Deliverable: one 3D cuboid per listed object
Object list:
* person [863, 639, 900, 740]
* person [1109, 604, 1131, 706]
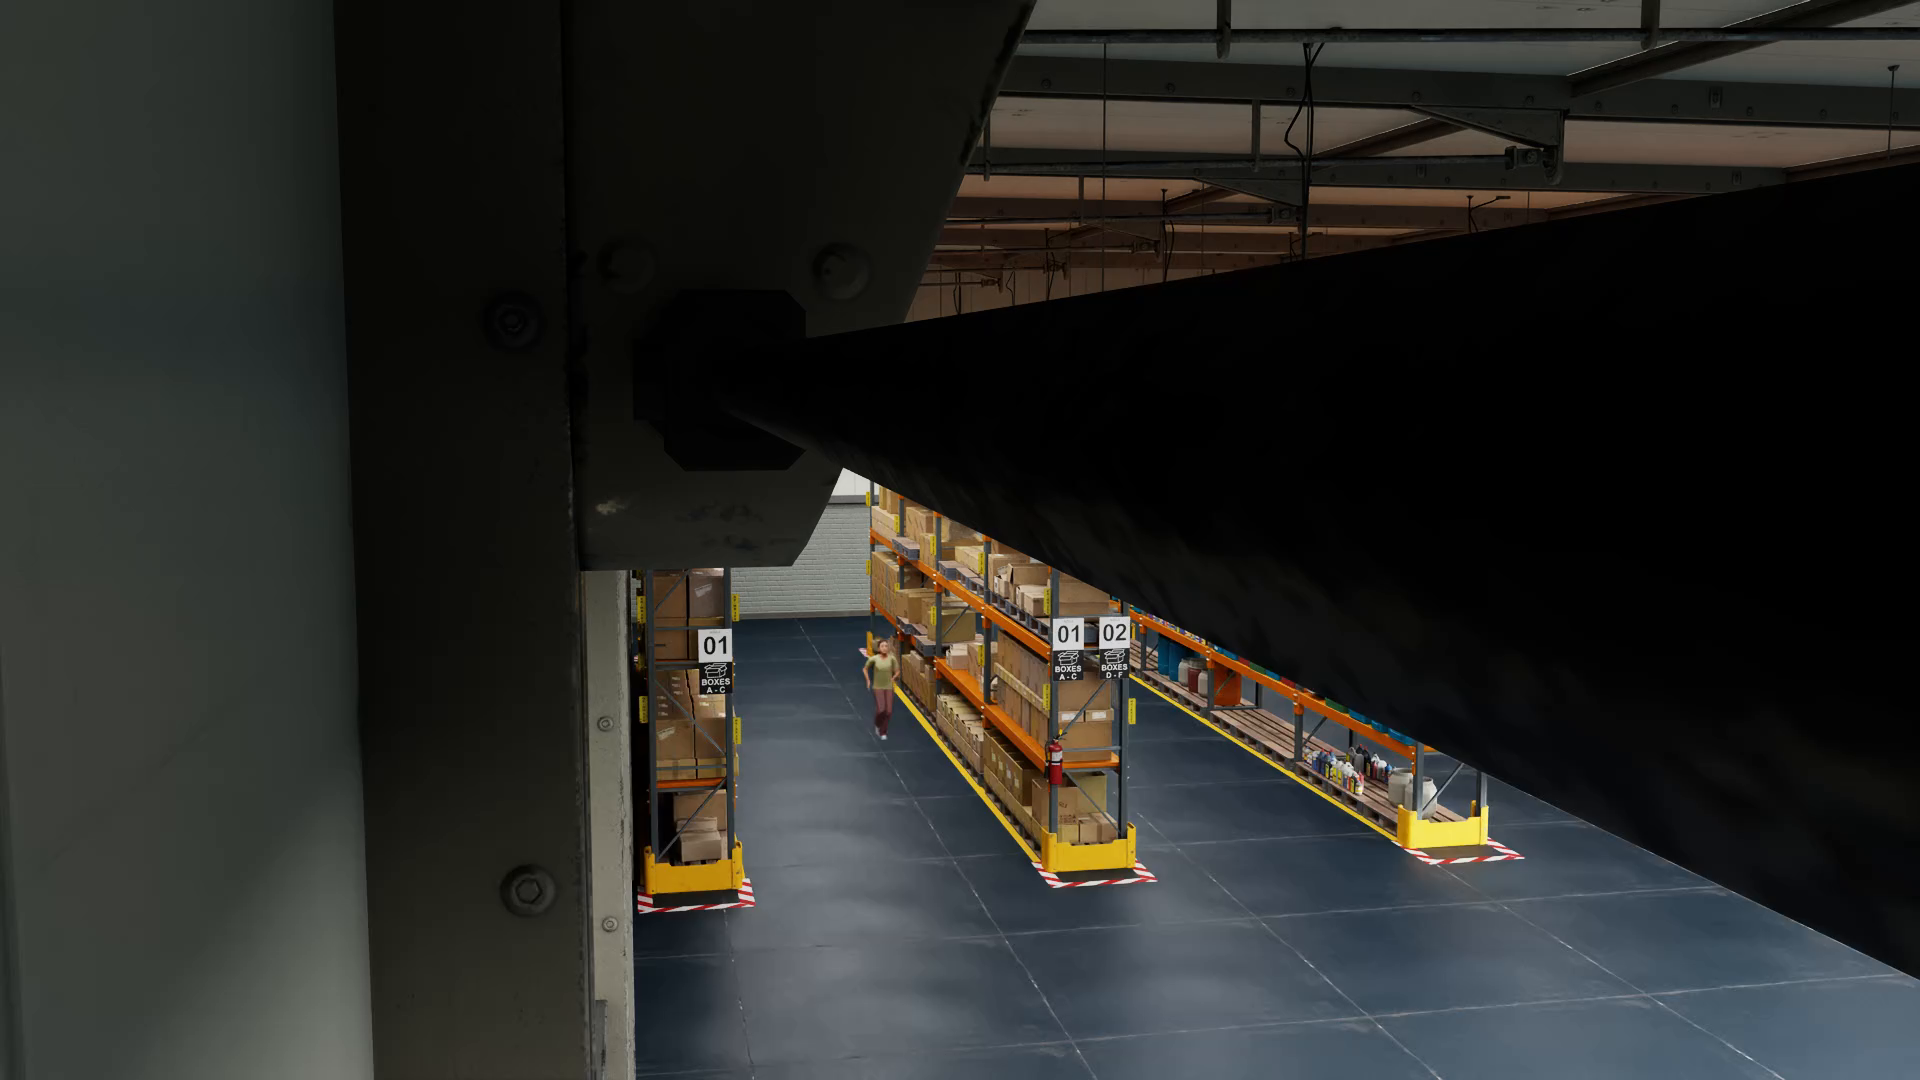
[{"bbox_3d":[-1.236,2.425,26.863,0.581,1.643,0.506,-2,6,-15],"label":"person"},{"bbox_3d":[2.808,2.086,29.933,0.665,1.896,0.709,-1,6,-12],"label":"person"}]
